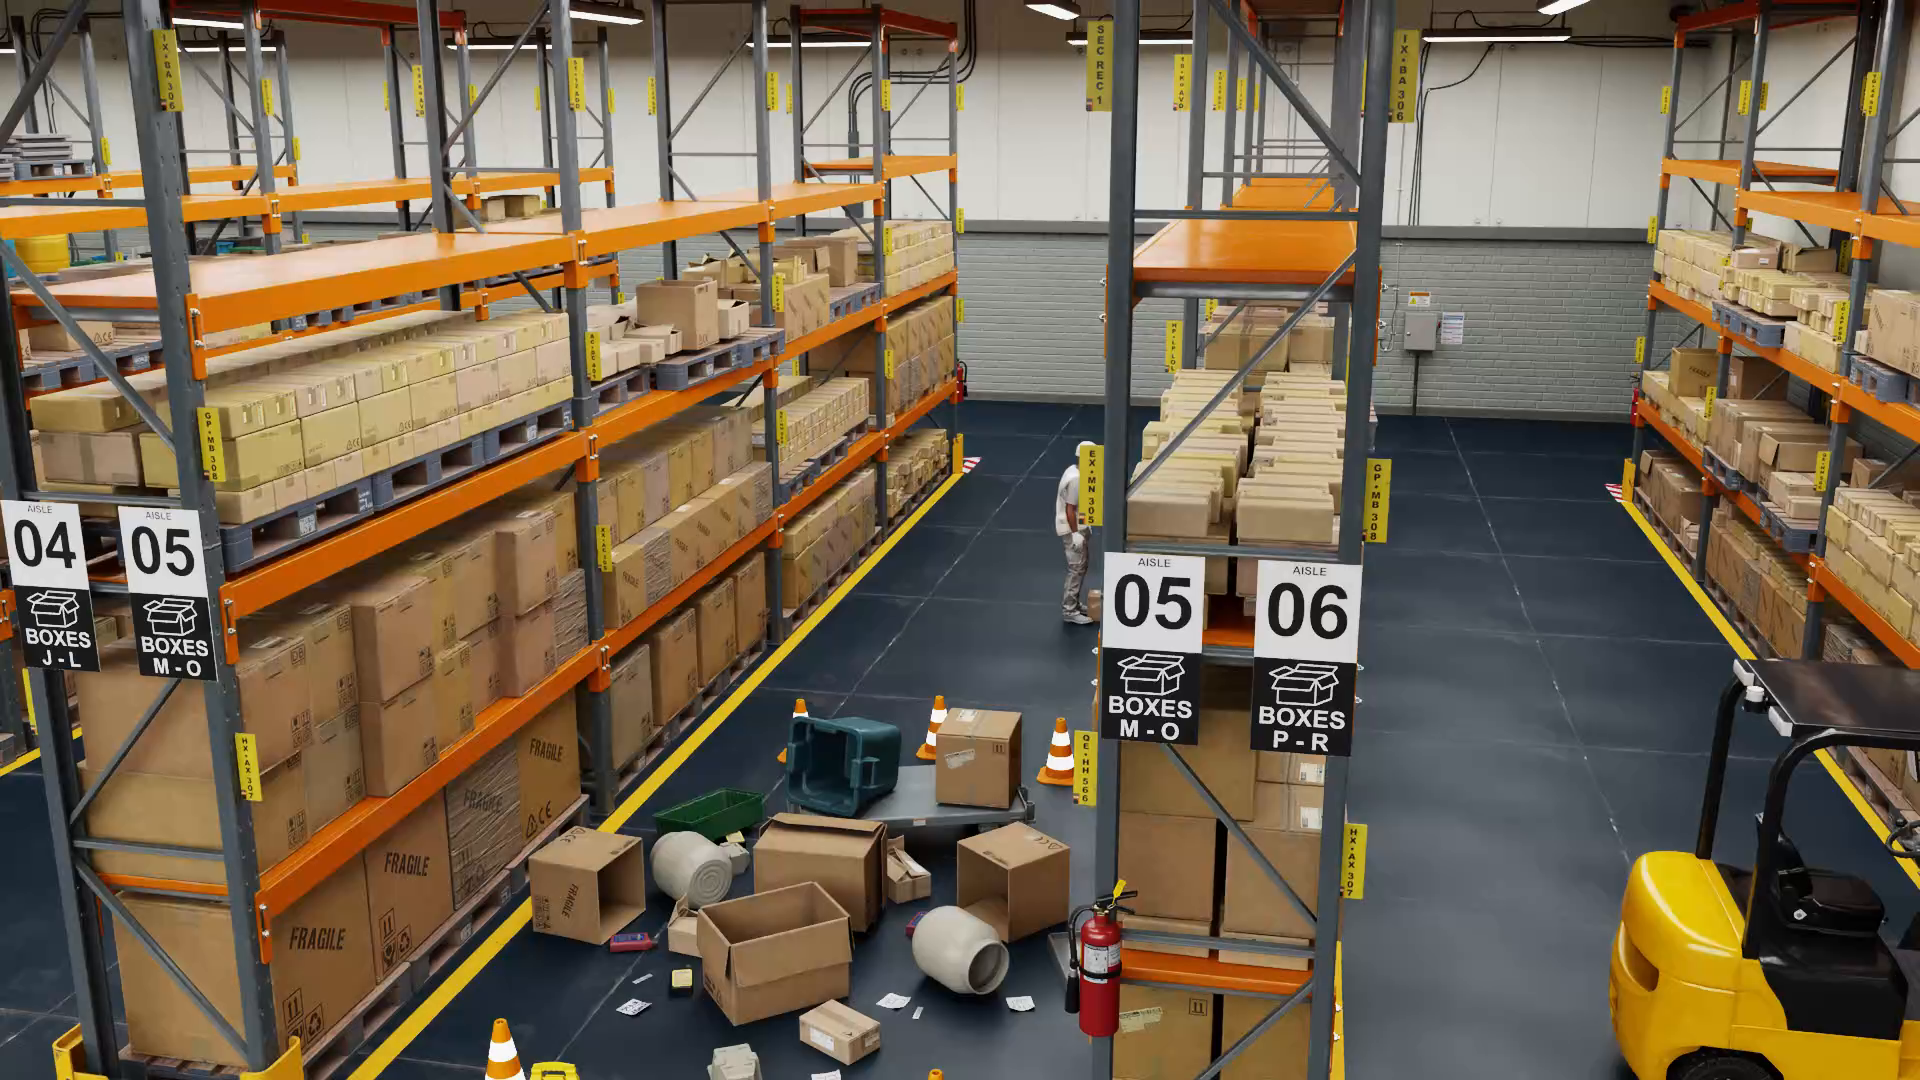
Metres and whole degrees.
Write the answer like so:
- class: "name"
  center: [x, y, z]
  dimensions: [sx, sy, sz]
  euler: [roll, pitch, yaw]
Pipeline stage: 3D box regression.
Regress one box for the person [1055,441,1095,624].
- class: "person"
  center: [1.167, -0.092, 16.344]
  dimensions: [0.447, 1.774, 0.618]
  euler: [3, 15, 11]
